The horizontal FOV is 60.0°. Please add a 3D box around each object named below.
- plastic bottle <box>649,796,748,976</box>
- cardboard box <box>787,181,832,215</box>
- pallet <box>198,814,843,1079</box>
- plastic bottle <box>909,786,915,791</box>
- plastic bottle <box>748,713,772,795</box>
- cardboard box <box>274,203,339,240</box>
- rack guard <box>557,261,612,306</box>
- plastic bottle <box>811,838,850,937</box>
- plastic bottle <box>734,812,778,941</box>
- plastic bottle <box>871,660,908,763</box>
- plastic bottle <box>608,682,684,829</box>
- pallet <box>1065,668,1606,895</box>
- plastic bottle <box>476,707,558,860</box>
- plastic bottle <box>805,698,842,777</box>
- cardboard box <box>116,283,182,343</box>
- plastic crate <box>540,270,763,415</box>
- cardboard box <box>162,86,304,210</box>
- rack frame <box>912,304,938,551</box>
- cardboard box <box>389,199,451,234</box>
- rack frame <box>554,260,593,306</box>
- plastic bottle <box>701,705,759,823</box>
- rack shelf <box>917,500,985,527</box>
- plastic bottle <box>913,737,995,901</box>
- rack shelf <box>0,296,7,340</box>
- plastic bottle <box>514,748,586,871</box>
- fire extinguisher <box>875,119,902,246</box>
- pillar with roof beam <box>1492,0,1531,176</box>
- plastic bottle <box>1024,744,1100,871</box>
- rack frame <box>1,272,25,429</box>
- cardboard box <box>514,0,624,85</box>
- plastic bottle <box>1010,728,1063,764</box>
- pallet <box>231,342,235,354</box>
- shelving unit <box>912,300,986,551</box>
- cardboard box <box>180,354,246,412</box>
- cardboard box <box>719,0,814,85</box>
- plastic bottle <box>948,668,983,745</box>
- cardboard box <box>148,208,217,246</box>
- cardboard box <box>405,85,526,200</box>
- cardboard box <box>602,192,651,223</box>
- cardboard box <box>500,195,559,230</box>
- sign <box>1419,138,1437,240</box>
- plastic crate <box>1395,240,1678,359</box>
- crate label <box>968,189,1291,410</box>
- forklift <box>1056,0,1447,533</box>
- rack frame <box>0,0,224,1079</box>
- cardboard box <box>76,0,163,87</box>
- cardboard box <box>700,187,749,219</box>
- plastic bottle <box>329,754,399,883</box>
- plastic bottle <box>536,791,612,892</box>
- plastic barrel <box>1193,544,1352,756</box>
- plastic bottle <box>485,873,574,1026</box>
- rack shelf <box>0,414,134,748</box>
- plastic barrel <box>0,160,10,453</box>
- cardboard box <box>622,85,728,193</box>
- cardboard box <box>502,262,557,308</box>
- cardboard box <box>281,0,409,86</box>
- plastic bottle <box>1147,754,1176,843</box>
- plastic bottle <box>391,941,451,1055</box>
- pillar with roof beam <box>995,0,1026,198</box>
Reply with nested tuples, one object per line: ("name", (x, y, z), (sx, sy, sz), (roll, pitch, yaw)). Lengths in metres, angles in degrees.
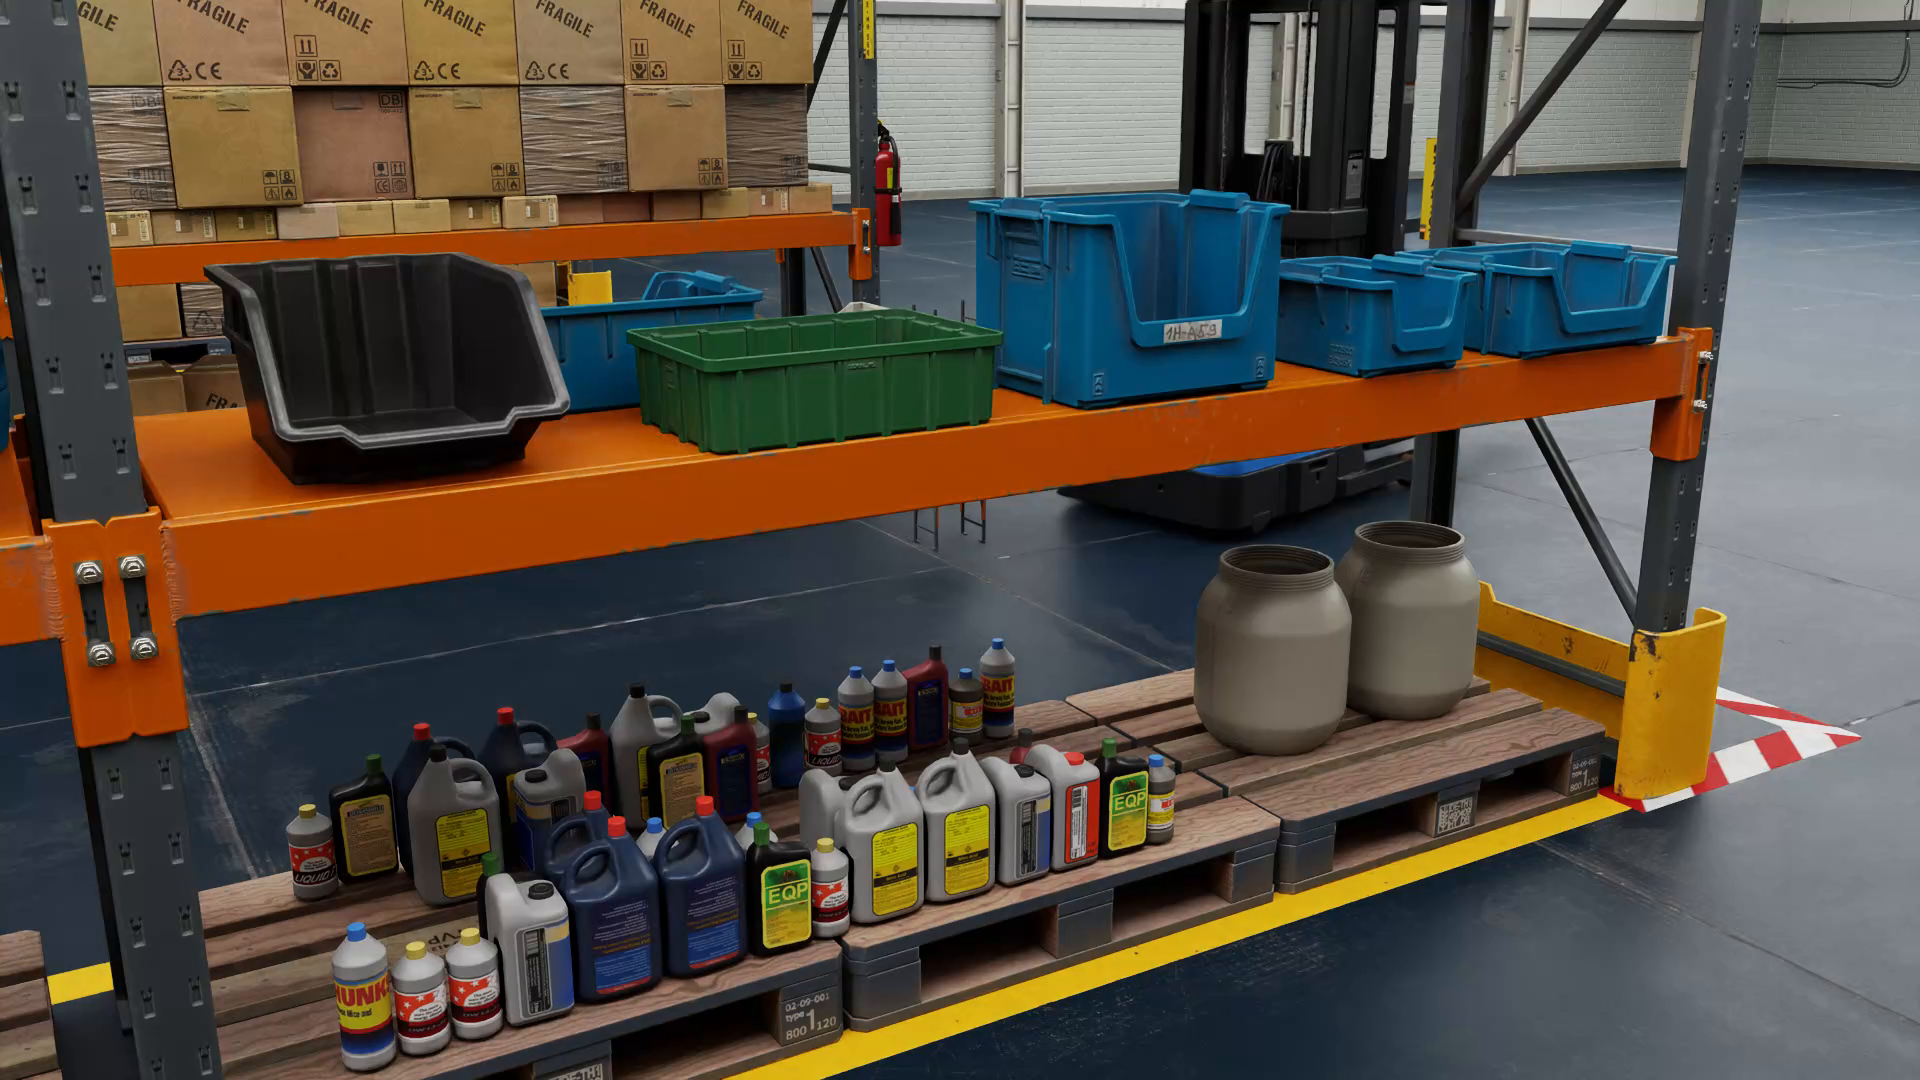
("plastic bottle", (-0.542, 0.703, 3.438), (0.185, 0.351, 0.144), (-10, 19, -32))
("cardboard box", (-0.870, -1.812, 8.782), (0.250, 0.149, 0.380), (-9, 18, -30))
("pallet", (-1.012, 0.941, 3.663), (1.213, 0.211, 1.003), (-9, 18, -30))
("plastic bottle", (-0.118, 0.668, 3.839), (0.097, 0.201, 0.097), (0, 16, 0))
("plastic bottle", (-0.536, 0.545, 4.278), (0.097, 0.201, 0.097), (0, 16, 0))
("cardboard box", (-2.955, -1.439, 7.450), (0.250, 0.149, 0.380), (-9, 18, -30))
("rack guard", (-3.179, -1.982, 13.553), (0.348, 0.500, 1.175), (-9, 18, -30))
("plastic bottle", (-0.287, 0.741, 3.579), (0.097, 0.201, 0.097), (0, 16, 0))
("plastic bottle", (-0.435, 0.712, 3.552), (0.097, 0.271, 0.097), (0, 16, 0))
("plastic bottle", (-0.189, 0.455, 4.469), (0.097, 0.271, 0.097), (0, 16, 0))
("plastic bottle", (-0.765, 0.518, 4.099), (0.185, 0.351, 0.144), (-9, 18, -30))
("pallet", (1.079, 0.601, 4.873), (1.213, 0.211, 1.003), (-9, 18, -30))
("plastic bottle", (-1.042, 0.562, 3.939), (0.185, 0.351, 0.144), (-10, 19, -32))
("plastic bottle", (-0.360, 0.516, 4.380), (0.097, 0.201, 0.097), (0, 16, 0))
("cardboard box", (-6.053, -1.876, 11.704), (0.875, 0.875, 0.875), (-9, 18, -29))
("plastic crate", (-0.801, -0.463, 3.781), (0.616, 0.251, 0.499), (-9, 18, -30))
("cardboard box", (-3.296, -1.765, 7.414), (0.500, 0.500, 0.875), (-9, 18, -30))
("rack frame", (-0.150, -0.481, 7.181), (0.008, 1.050, 0.200), (-9, 18, -30))
("cardboard box", (-2.542, -1.515, 7.723), (0.250, 0.149, 0.380), (-9, 18, -30))
("rack frame", (-3.199, -3.182, 13.204), (0.127, 3.000, 1.000), (-9, 18, -30))
("plastic bottle", (-0.568, 0.553, 4.098), (0.133, 0.283, 0.061), (-9, 18, -30))
("rack shelf", (-0.046, -0.220, 7.319), (0.240, 0.259, 0.215), (-9, 18, -30))
("plastic bottle", (-0.018, 0.618, 3.741), (0.185, 0.351, 0.144), (-8, 18, -27))
("rack shelf", (-5.875, -0.840, 6.182), (4.000, 0.370, 1.077), (-9, 18, -30))
("plastic bottle", (-0.944, 0.629, 3.839), (0.135, 0.276, 0.152), (-9, 18, -30))
("fire extinguisher", (-0.396, -1.892, 8.747), (0.183, 0.674, 0.296), (-9, 18, -30))
("pillar with roof beam", (13.334, -10.802, 29.271), (0.400, 9.000, 9.100), (-9, 18, -30))
("plastic bottle", (0.240, 0.611, 3.905), (0.135, 0.276, 0.152), (-9, 18, -29))
("rack frame", (-4.160, -1.464, 7.076), (0.127, 3.000, 1.000), (-9, 18, -30))
("cardboard box", (-1.931, -2.420, 7.896), (0.500, 0.500, 0.500), (-9, 18, -30))
("plastic bottle", (0.185, 0.583, 3.992), (0.133, 0.283, 0.061), (-9, 18, -30))
("pallet", (-4.889, -1.541, 12.518), (1.213, 0.211, 1.003), (-9, 18, -30))
("shelving unit", (-0.046, -0.498, 7.242), (0.252, 1.050, 0.215), (-9, 18, -30))
("cardboard box", (-3.310, -0.591, 7.813), (0.500, 0.500, 0.500), (-3, 16, -12))
("cardboard box", (-1.076, -2.560, 8.394), (0.500, 0.500, 0.500), (-9, 18, -30))
("plastic bottle", (0.016, 0.455, 4.597), (0.097, 0.201, 0.097), (0, 16, 0))
("cardboard box", (-3.400, -1.377, 7.229), (0.250, 0.149, 0.380), (-9, 18, -30))
("cardboard box", (-2.470, -1.918, 7.959), (0.500, 0.500, 0.875), (-9, 18, -30))
("cardboard box", (-1.730, -1.674, 8.291), (0.250, 0.149, 0.380), (-9, 18, -30))
("cardboard box", (-2.101, -1.579, 7.951), (0.250, 0.149, 0.380), (-9, 18, -30))
("sign", (1.540, -1.136, 5.391), (0.005, 0.325, 0.100), (-9, 18, -30))
("plastic crate", (1.544, -0.664, 4.497), (0.616, 0.251, 0.499), (-9, 18, -30))
("crate label", (0.381, -0.573, 3.831), (0.616, 0.435, 0.502), (-9, 18, -30))
("forklift", (1.845, -1.765, 8.275), (1.130, 2.935, 3.031), (15, 21, 42))
("rack frame", (-1.610, -0.318, 2.988), (0.127, 3.000, 1.000), (-9, 18, -30))
("cardboard box", (-3.644, -2.141, 6.901), (0.500, 0.500, 0.500), (-9, 18, -30))
("cardboard box", (-1.272, -1.731, 8.492), (0.250, 0.149, 0.380), (-9, 18, -30))
("plastic bottle", (-1.367, 0.635, 3.806), (0.133, 0.283, 0.061), (-8, 18, -27))
("plastic bottle", (-0.778, 0.696, 3.463), (0.185, 0.351, 0.144), (-9, 18, -30))
("plastic barrel", (0.865, 0.300, 4.613), (0.421, 0.512, 0.421), (0, 16, 0))
("plastic bottle", (-0.848, 0.787, 3.276), (0.135, 0.276, 0.152), (-8, 18, -28))
("rack shelf", (-3.324, 0.306, 2.094), (4.000, 0.370, 1.077), (-9, 18, -30))
("plastic barrel", (-2.097, -0.576, 2.979), (0.708, 0.901, 0.600), (-9, 18, -30))
("cardboard box", (-1.584, -2.044, 8.409), (0.500, 0.500, 0.875), (-9, 18, -30))
("cardboard box", (-3.747, -2.252, 13.043), (0.875, 0.875, 0.875), (-9, 18, -29))
("cardboard box", (-2.787, -2.280, 7.398), (0.500, 0.500, 0.500), (-9, 18, -30))
("plastic bottle", (0.471, 0.618, 4.018), (0.097, 0.201, 0.097), (0, 16, 0))
("plastic bottle", (-1.024, 0.860, 3.153), (0.097, 0.201, 0.097), (0, 16, 0))
("pillar with roof beam", (3.047, -9.134, 23.321), (0.400, 9.000, 9.100), (-9, 18, -30))
